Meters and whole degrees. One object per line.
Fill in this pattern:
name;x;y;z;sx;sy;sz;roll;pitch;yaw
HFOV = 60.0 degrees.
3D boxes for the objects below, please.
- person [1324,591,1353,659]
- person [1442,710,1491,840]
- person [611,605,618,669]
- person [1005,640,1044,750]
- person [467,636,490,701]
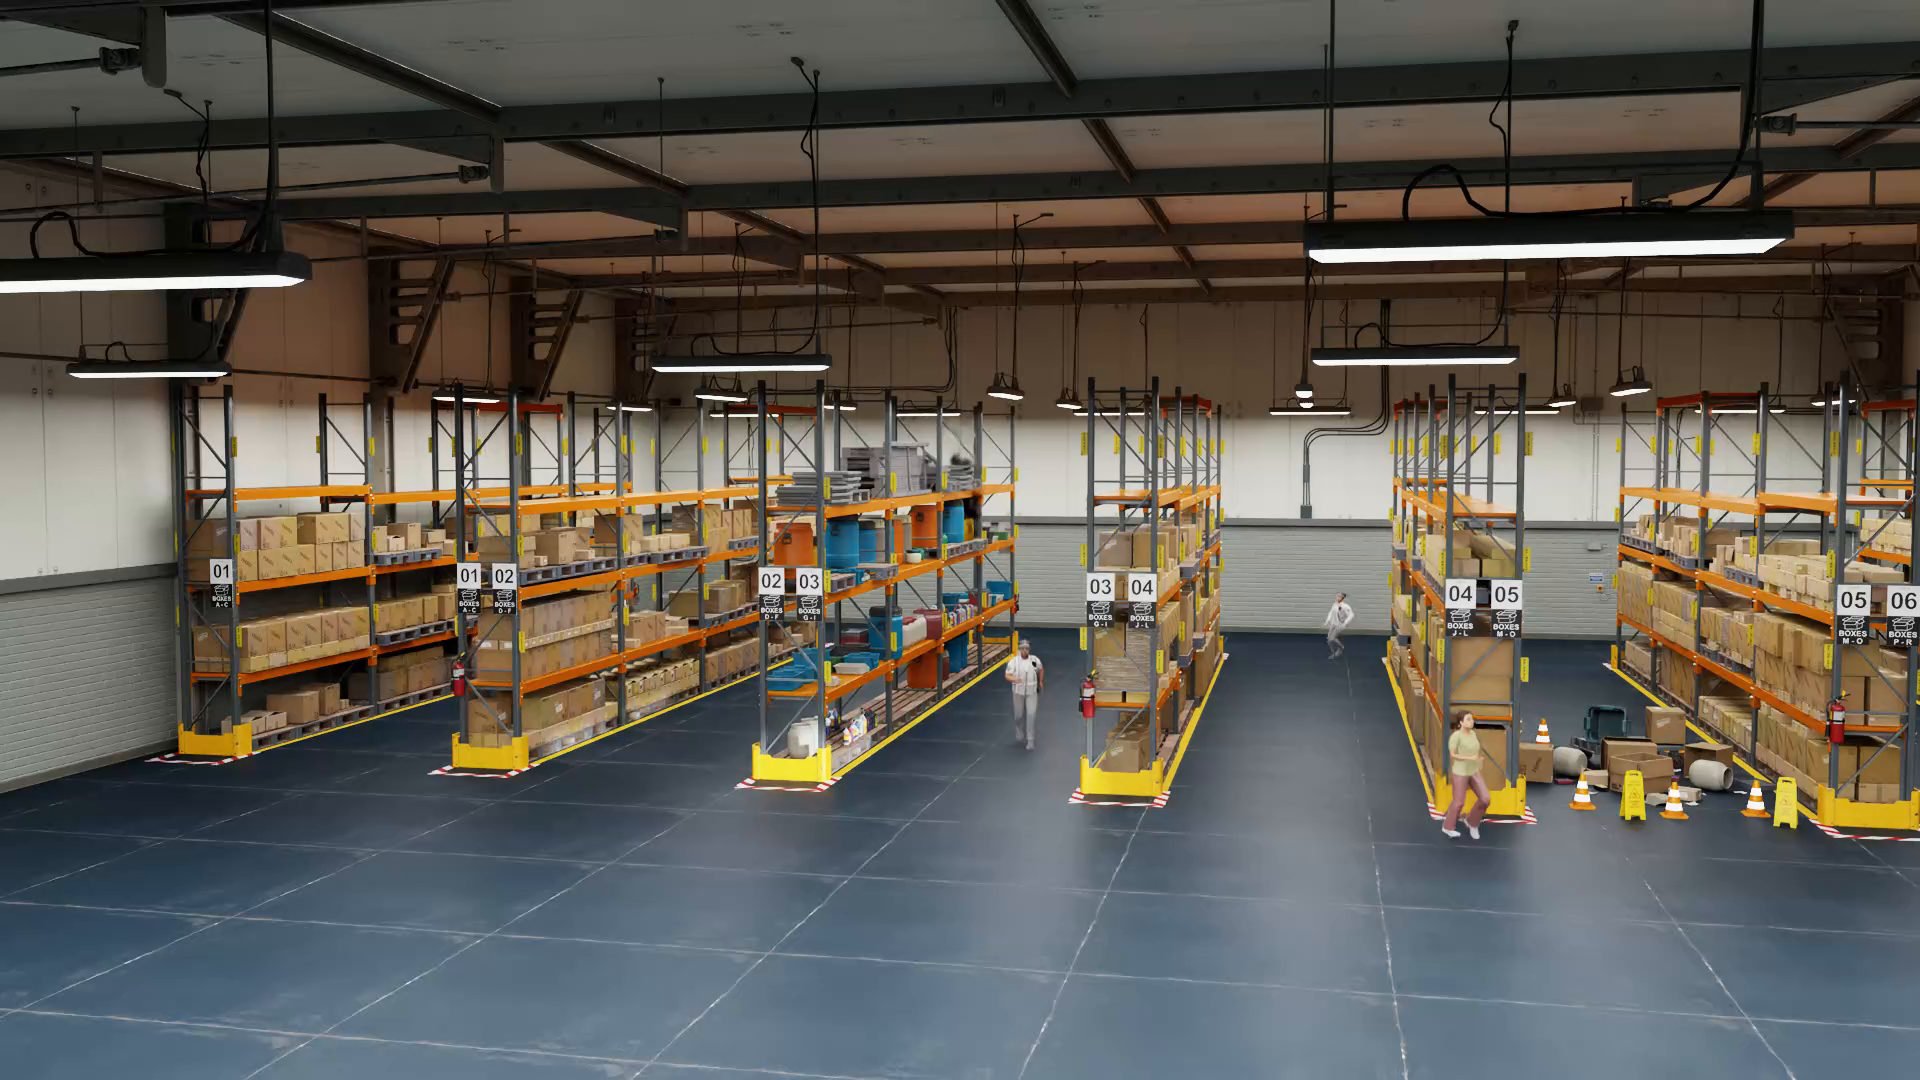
person;8.854;2.010;39.062;0.464;1.633;0.672;-2;4;-29
person;6.447;2.985;21.135;0.572;1.658;0.662;-1;3;-22
person;-7.068;2.200;34.714;0.656;1.746;0.627;1;3;14
person;1.086;2.541;27.741;0.661;1.775;0.992;0;3;-3
person;-8.401;2.524;28.904;0.696;1.726;0.671;0;3;0
